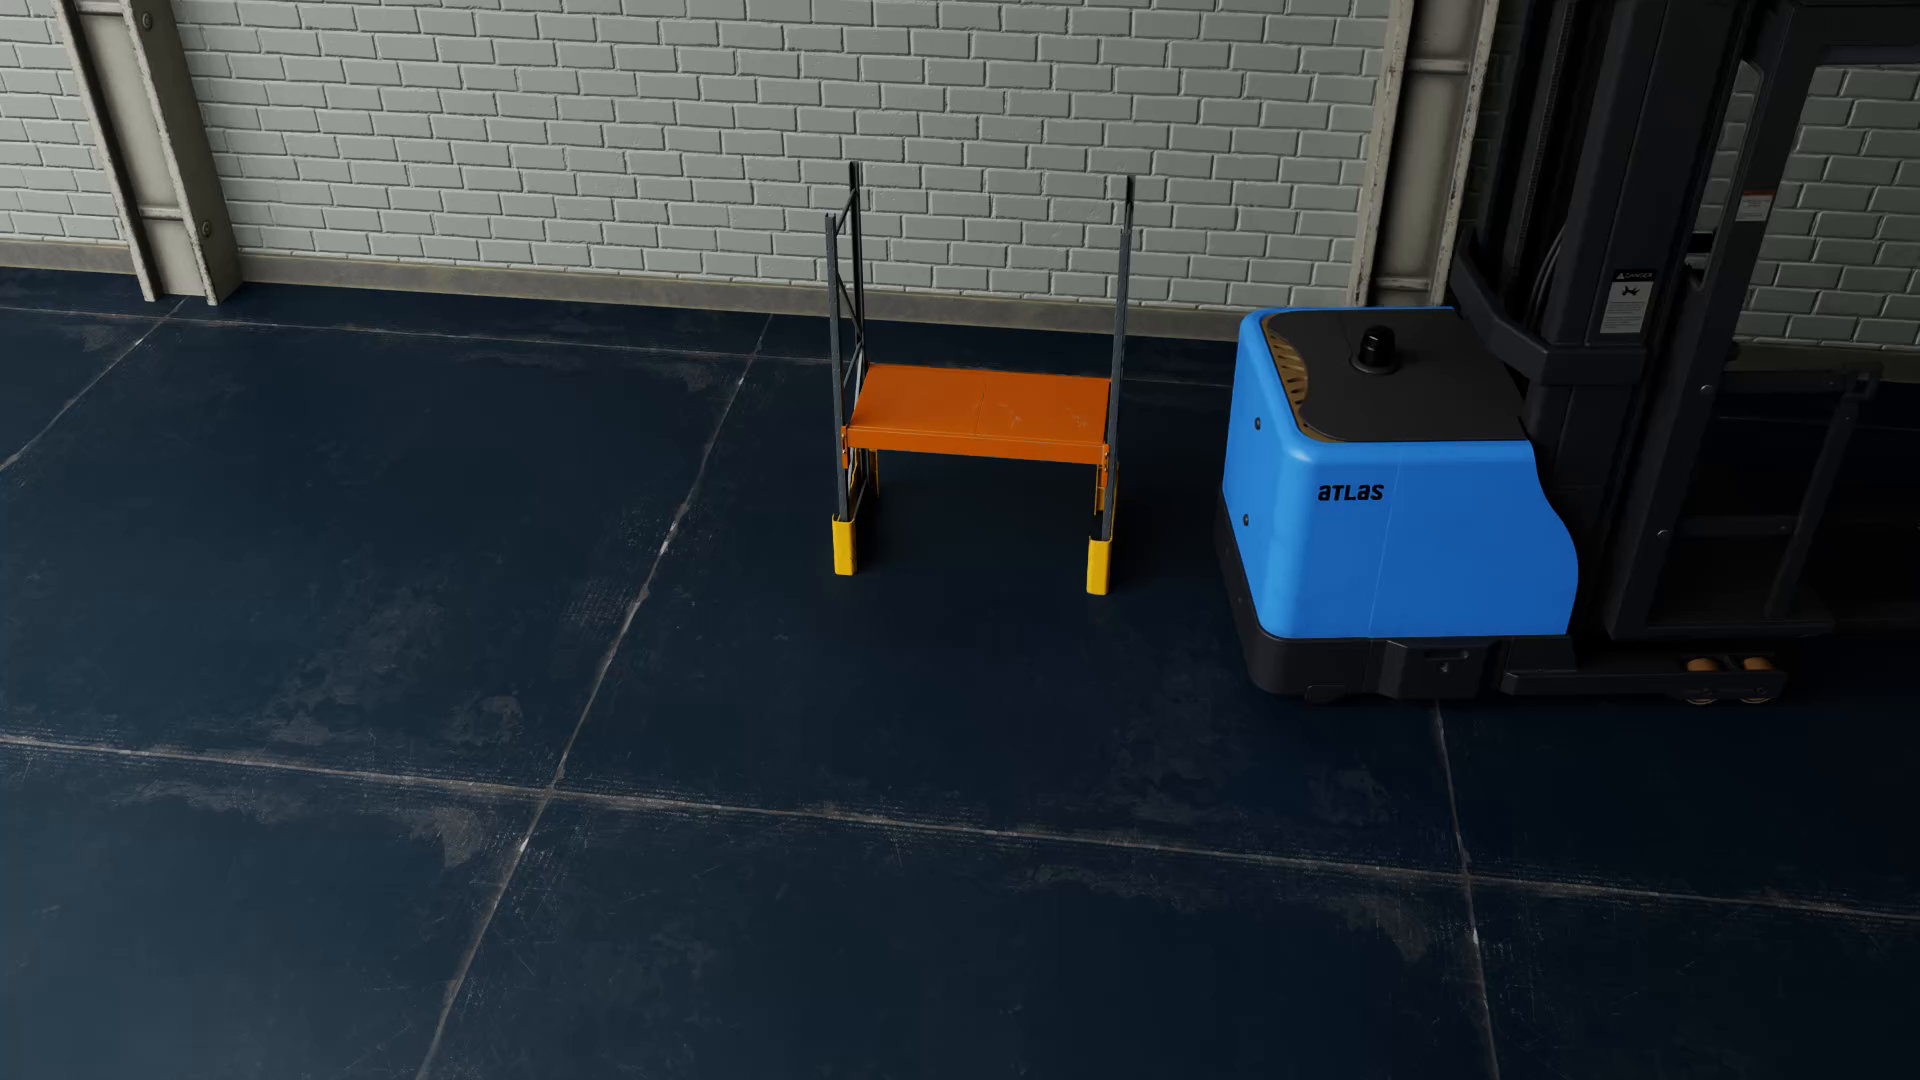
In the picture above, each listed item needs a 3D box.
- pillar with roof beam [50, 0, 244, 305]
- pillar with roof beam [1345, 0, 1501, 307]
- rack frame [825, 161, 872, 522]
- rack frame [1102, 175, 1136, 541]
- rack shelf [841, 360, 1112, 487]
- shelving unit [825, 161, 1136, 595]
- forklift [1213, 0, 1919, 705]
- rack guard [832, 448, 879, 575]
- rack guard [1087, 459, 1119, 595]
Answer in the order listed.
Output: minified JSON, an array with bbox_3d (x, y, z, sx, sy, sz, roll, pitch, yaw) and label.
[{"bbox_3d":[-4.479,-2.473,2.468,0.400,9.000,9.100,4,36,6],"label":"pillar with roof beam"},{"bbox_3d":[1.472,-2.029,1.846,0.400,9.000,9.100,4,36,6],"label":"pillar with roof beam"},{"bbox_3d":[-0.420,-0.642,6.358,0.032,1.500,0.500,4,36,6],"label":"rack frame"},{"bbox_3d":[0.589,-0.567,6.253,0.032,1.500,0.500,4,36,6],"label":"rack frame"},{"bbox_3d":[0.085,-0.458,6.410,1.000,0.185,0.538,4,36,6],"label":"rack shelf"},{"bbox_3d":[0.076,-0.605,6.306,1.083,1.500,0.587,4,36,6],"label":"shelving unit"},{"bbox_3d":[2.536,-0.916,5.510,3.031,2.935,1.130,-1,36,-1],"label":"forklift"},{"bbox_3d":[-0.418,-0.133,6.721,0.087,0.250,0.587,4,36,6],"label":"rack guard"},{"bbox_3d":[0.570,-0.059,6.618,0.087,0.250,0.587,4,36,6],"label":"rack guard"}]
